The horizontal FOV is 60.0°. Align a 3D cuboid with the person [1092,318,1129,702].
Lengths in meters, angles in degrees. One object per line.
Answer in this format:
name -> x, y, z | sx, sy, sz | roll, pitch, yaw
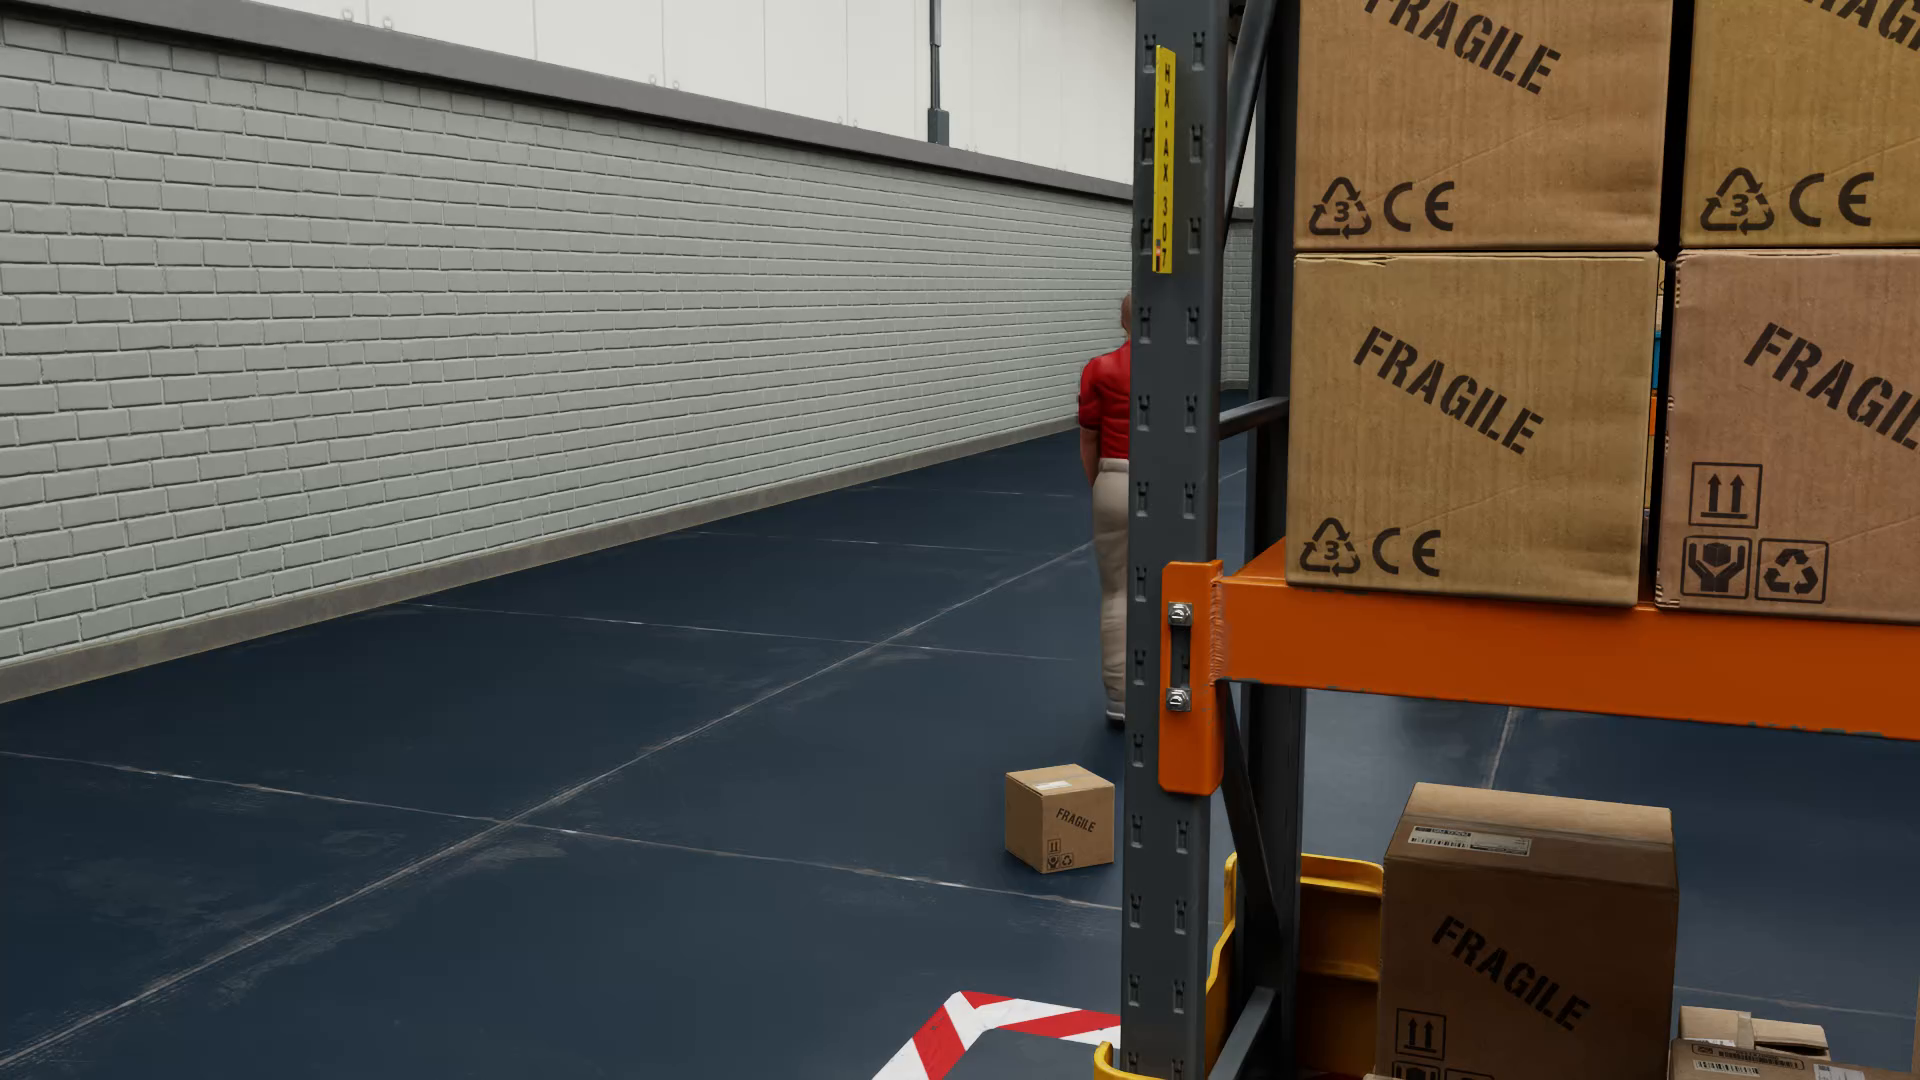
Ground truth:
person -> 0.760, -0.148, 6.703 | 0.442, 1.541, 0.504 | 3, 9, 17
